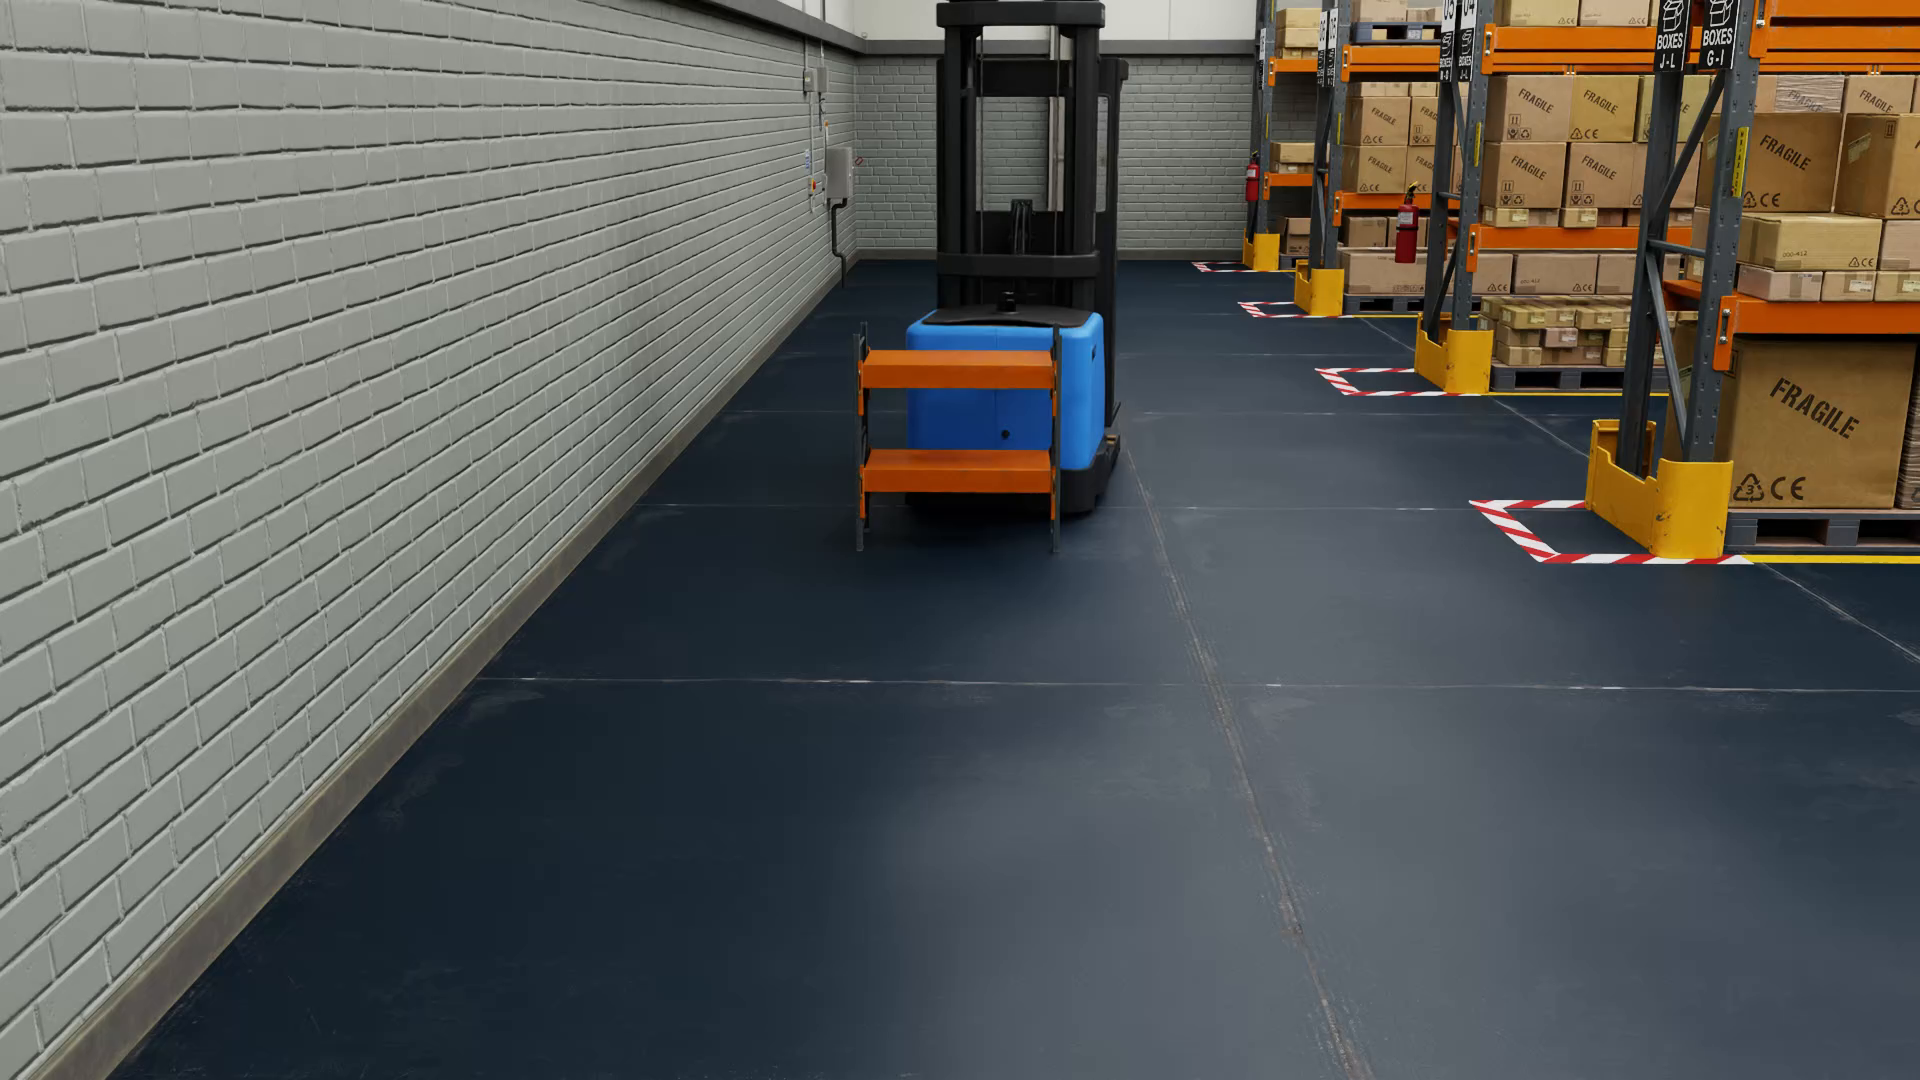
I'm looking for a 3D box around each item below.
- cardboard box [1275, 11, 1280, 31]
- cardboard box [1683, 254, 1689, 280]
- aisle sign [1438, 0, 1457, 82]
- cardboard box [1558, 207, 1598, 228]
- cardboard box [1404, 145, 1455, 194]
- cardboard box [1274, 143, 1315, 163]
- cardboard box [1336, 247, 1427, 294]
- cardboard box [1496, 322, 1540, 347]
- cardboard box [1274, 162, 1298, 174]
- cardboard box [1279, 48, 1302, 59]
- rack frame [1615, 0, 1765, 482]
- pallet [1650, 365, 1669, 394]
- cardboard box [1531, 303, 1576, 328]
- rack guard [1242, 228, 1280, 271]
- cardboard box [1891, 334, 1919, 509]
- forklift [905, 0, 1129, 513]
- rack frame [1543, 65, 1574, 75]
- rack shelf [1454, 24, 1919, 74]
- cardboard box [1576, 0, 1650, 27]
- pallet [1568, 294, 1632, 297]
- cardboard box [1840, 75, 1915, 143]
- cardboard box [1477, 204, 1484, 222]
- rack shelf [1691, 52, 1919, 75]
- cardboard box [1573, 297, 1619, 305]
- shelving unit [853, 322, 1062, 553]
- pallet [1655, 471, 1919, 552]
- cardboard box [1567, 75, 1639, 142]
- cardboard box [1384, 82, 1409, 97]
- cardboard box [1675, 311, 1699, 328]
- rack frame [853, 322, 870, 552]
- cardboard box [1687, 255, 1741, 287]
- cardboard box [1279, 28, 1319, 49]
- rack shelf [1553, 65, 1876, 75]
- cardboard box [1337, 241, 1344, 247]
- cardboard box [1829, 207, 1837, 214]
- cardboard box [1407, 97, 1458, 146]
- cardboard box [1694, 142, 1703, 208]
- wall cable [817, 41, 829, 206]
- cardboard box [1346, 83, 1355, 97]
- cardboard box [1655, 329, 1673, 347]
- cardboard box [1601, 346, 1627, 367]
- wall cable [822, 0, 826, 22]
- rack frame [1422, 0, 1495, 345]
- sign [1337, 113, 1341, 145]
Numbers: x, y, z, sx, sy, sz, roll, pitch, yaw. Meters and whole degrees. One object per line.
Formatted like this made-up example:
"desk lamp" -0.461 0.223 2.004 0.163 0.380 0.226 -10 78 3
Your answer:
"cardboard box" 4.597 -7.127 22.824 0.500 0.250 0.500 0 15 0
"cardboard box" 8.643 -3.195 18.413 0.875 0.875 0.875 1 15 3
"aisle sign" 3.932 -4.100 13.405 0.004 0.787 0.394 0 15 1
"cardboard box" 4.836 -2.553 13.128 0.250 0.149 0.380 0 15 0
"cardboard box" 5.002 -4.005 17.944 0.500 0.500 0.500 0 15 1
"cardboard box" 4.593 -5.295 22.740 0.500 0.250 0.500 0 15 2
"cardboard box" 4.685 -3.015 18.586 0.875 0.438 0.875 0 15 0
"cardboard box" 4.515 -1.666 13.456 0.250 0.149 0.380 1 15 4
"cardboard box" 4.467 -5.102 22.789 0.250 0.149 0.380 0 15 1
"cardboard box" 4.458 -6.563 22.447 0.250 0.149 0.380 1 15 3
"rack frame" 3.770 -1.502 8.653 0.127 3.000 1.000 0 15 1
"pallet" 6.101 -1.394 13.712 1.213 0.211 1.003 0 15 1
"cardboard box" 4.791 -1.817 13.447 0.250 0.149 0.380 1 15 2
"rack guard" 4.222 -4.086 23.347 0.348 0.500 1.175 0 15 1
"cardboard box" 5.321 -0.688 8.910 0.875 0.875 0.875 0 15 1
"forklift" 0.443 -1.897 10.284 1.130 2.935 3.031 2 15 9
"rack frame" 8.144 -5.269 22.931 0.127 3.000 1.000 0 15 1
"rack shelf" 5.997 -3.856 13.105 4.000 0.370 1.077 0 15 1
"cardboard box" 4.966 -4.071 12.806 0.500 0.250 0.500 1 15 3
"pallet" 7.263 -2.680 18.584 1.213 0.211 1.003 0 15 1
"cardboard box" 7.002 -3.352 12.926 0.500 0.500 0.500 0 15 0
"cardboard box" 4.331 -2.715 13.742 0.250 0.149 0.380 0 15 1
"rack shelf" 10.021 -5.093 17.793 4.000 0.370 1.077 0 15 1
"cardboard box" 5.302 -1.936 13.898 0.250 0.149 0.380 0 15 -1
"shelving unit" -0.007 -0.544 8.697 1.048 1.125 0.538 0 15 1
"pallet" 4.571 -0.168 9.065 1.213 0.211 1.003 0 15 1
"cardboard box" 4.944 -3.370 12.993 0.500 0.500 0.500 1 15 3
"cardboard box" 4.634 -4.818 17.795 0.250 0.149 0.380 1 15 3
"cardboard box" 5.829 -1.785 13.324 0.250 0.149 0.380 1 15 2
"rack frame" -0.515 -0.547 8.709 0.032 1.125 0.500 0 15 1
"cardboard box" 4.134 -1.462 8.995 0.250 0.149 0.380 1 15 2
"cardboard box" 4.582 -6.744 22.353 0.500 0.250 0.500 0 15 1
"rack shelf" 10.144 -6.359 22.591 4.000 0.370 1.077 0 15 1
"cardboard box" 5.179 -4.079 23.185 0.250 0.149 0.380 0 15 -1
"cardboard box" 4.768 -1.634 8.866 0.500 0.250 0.500 0 15 0
"cardboard box" 5.012 -4.484 17.799 0.500 0.500 0.500 0 15 0
"cardboard box" 5.974 -2.880 13.097 0.500 0.500 0.500 0 15 0
"wall cable" -1.590 -4.913 19.590 0.122 1.984 0.588 0 15 1
"cardboard box" 4.387 -4.923 18.194 0.250 0.149 0.380 1 15 2
"cardboard box" 5.555 -1.664 13.448 0.250 0.149 0.380 0 15 -1
"cardboard box" 5.278 -1.496 13.394 0.250 0.149 0.380 1 15 2
"wall cable" -1.540 -7.815 20.749 0.133 3.039 2.988 0 15 1
"rack frame" 3.997 -2.766 13.445 0.127 3.000 1.000 0 15 1
"sign" 4.003 -4.345 17.575 0.005 0.325 0.100 0 15 1
